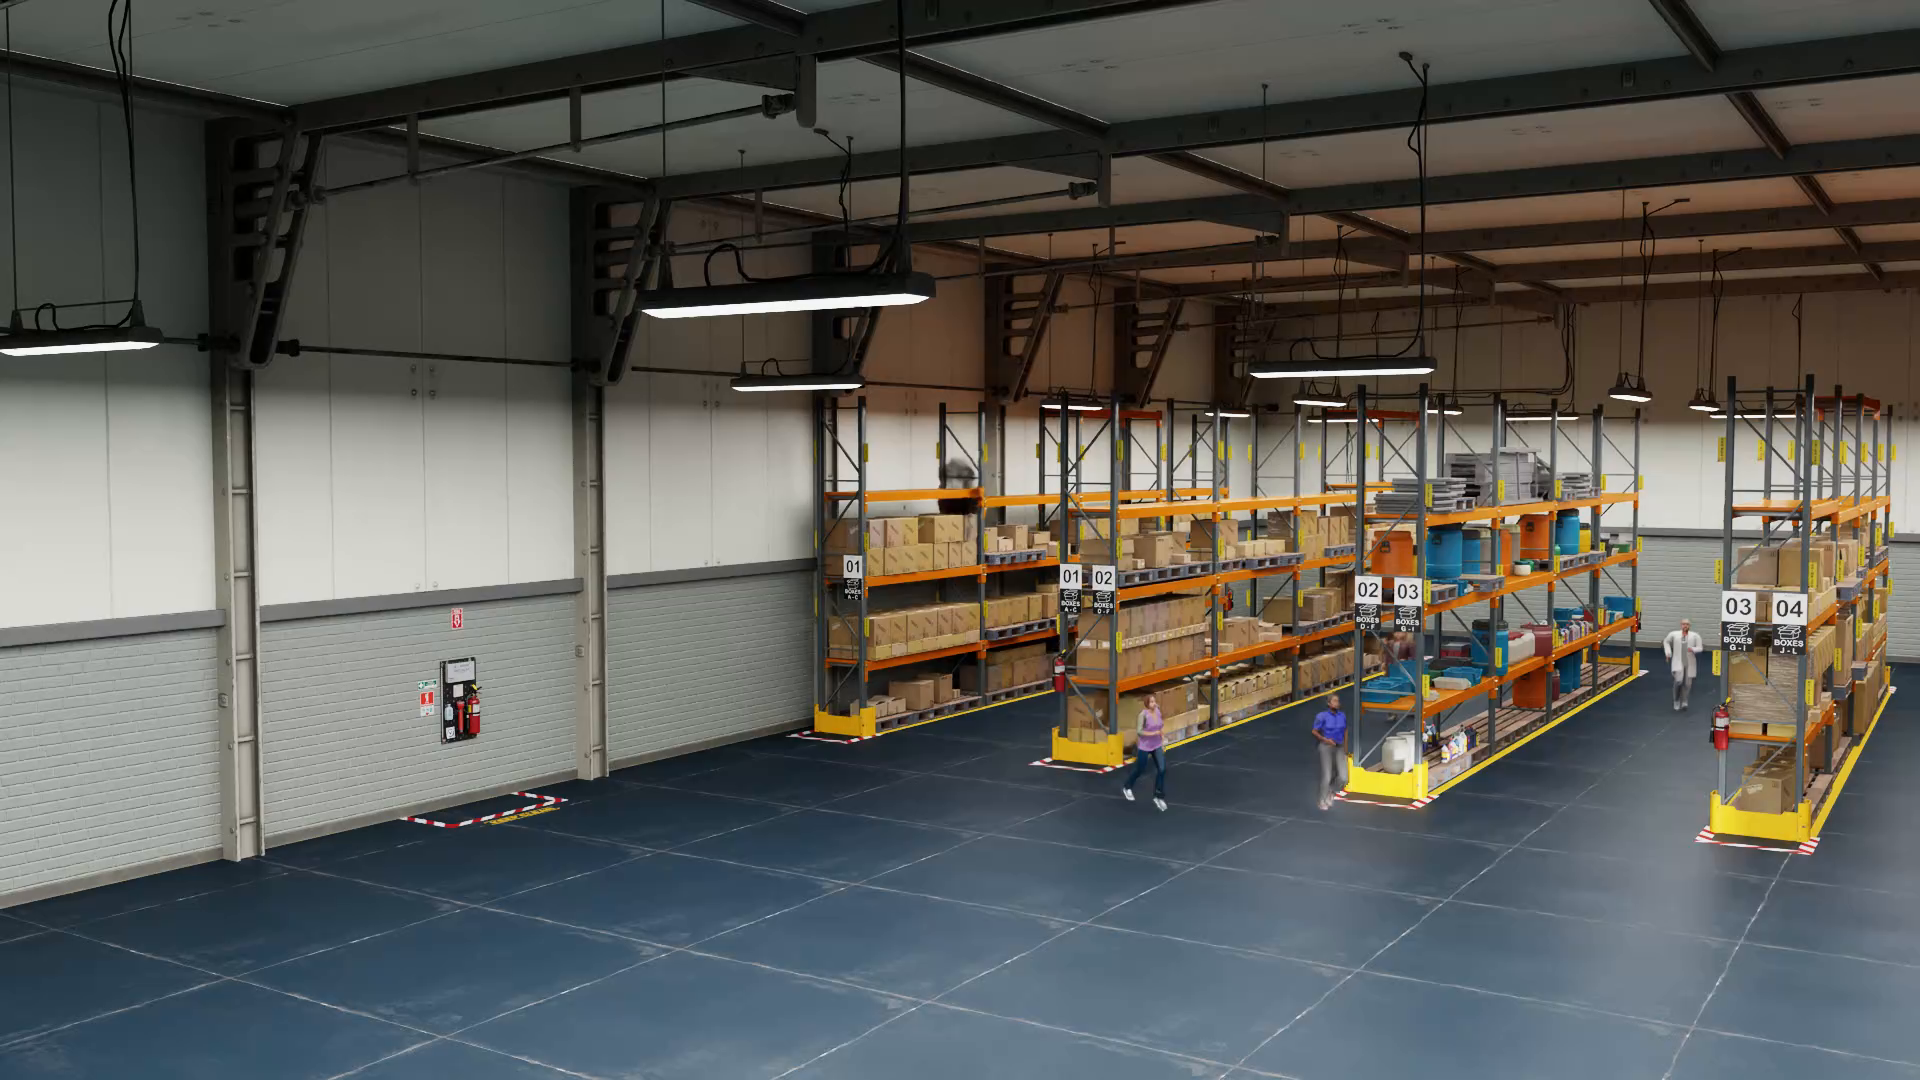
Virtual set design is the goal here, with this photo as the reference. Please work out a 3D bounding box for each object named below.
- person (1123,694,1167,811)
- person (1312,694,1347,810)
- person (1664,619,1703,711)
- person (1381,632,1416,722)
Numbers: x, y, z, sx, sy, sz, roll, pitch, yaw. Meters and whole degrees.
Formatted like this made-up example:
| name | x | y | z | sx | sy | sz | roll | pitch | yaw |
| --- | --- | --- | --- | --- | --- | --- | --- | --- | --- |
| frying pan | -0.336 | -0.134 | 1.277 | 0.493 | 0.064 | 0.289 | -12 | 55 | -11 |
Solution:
| name | x | y | z | sx | sy | sz | roll | pitch | yaw |
| --- | --- | --- | --- | --- | --- | --- | --- | --- | --- |
| person | 2.656 | 2.970 | 23.500 | 0.548 | 1.633 | 0.848 | -2 | 3 | -28 |
| person | 5.228 | 2.971 | 23.251 | 0.597 | 1.624 | 0.536 | -1 | 3 | -14 |
| person | 14.039 | 2.426 | 32.262 | 0.673 | 1.800 | 0.773 | 1 | 3 | 17 |
| person | 8.187 | 2.496 | 31.086 | 0.720 | 1.747 | 0.916 | 2 | 3 | 31 |
